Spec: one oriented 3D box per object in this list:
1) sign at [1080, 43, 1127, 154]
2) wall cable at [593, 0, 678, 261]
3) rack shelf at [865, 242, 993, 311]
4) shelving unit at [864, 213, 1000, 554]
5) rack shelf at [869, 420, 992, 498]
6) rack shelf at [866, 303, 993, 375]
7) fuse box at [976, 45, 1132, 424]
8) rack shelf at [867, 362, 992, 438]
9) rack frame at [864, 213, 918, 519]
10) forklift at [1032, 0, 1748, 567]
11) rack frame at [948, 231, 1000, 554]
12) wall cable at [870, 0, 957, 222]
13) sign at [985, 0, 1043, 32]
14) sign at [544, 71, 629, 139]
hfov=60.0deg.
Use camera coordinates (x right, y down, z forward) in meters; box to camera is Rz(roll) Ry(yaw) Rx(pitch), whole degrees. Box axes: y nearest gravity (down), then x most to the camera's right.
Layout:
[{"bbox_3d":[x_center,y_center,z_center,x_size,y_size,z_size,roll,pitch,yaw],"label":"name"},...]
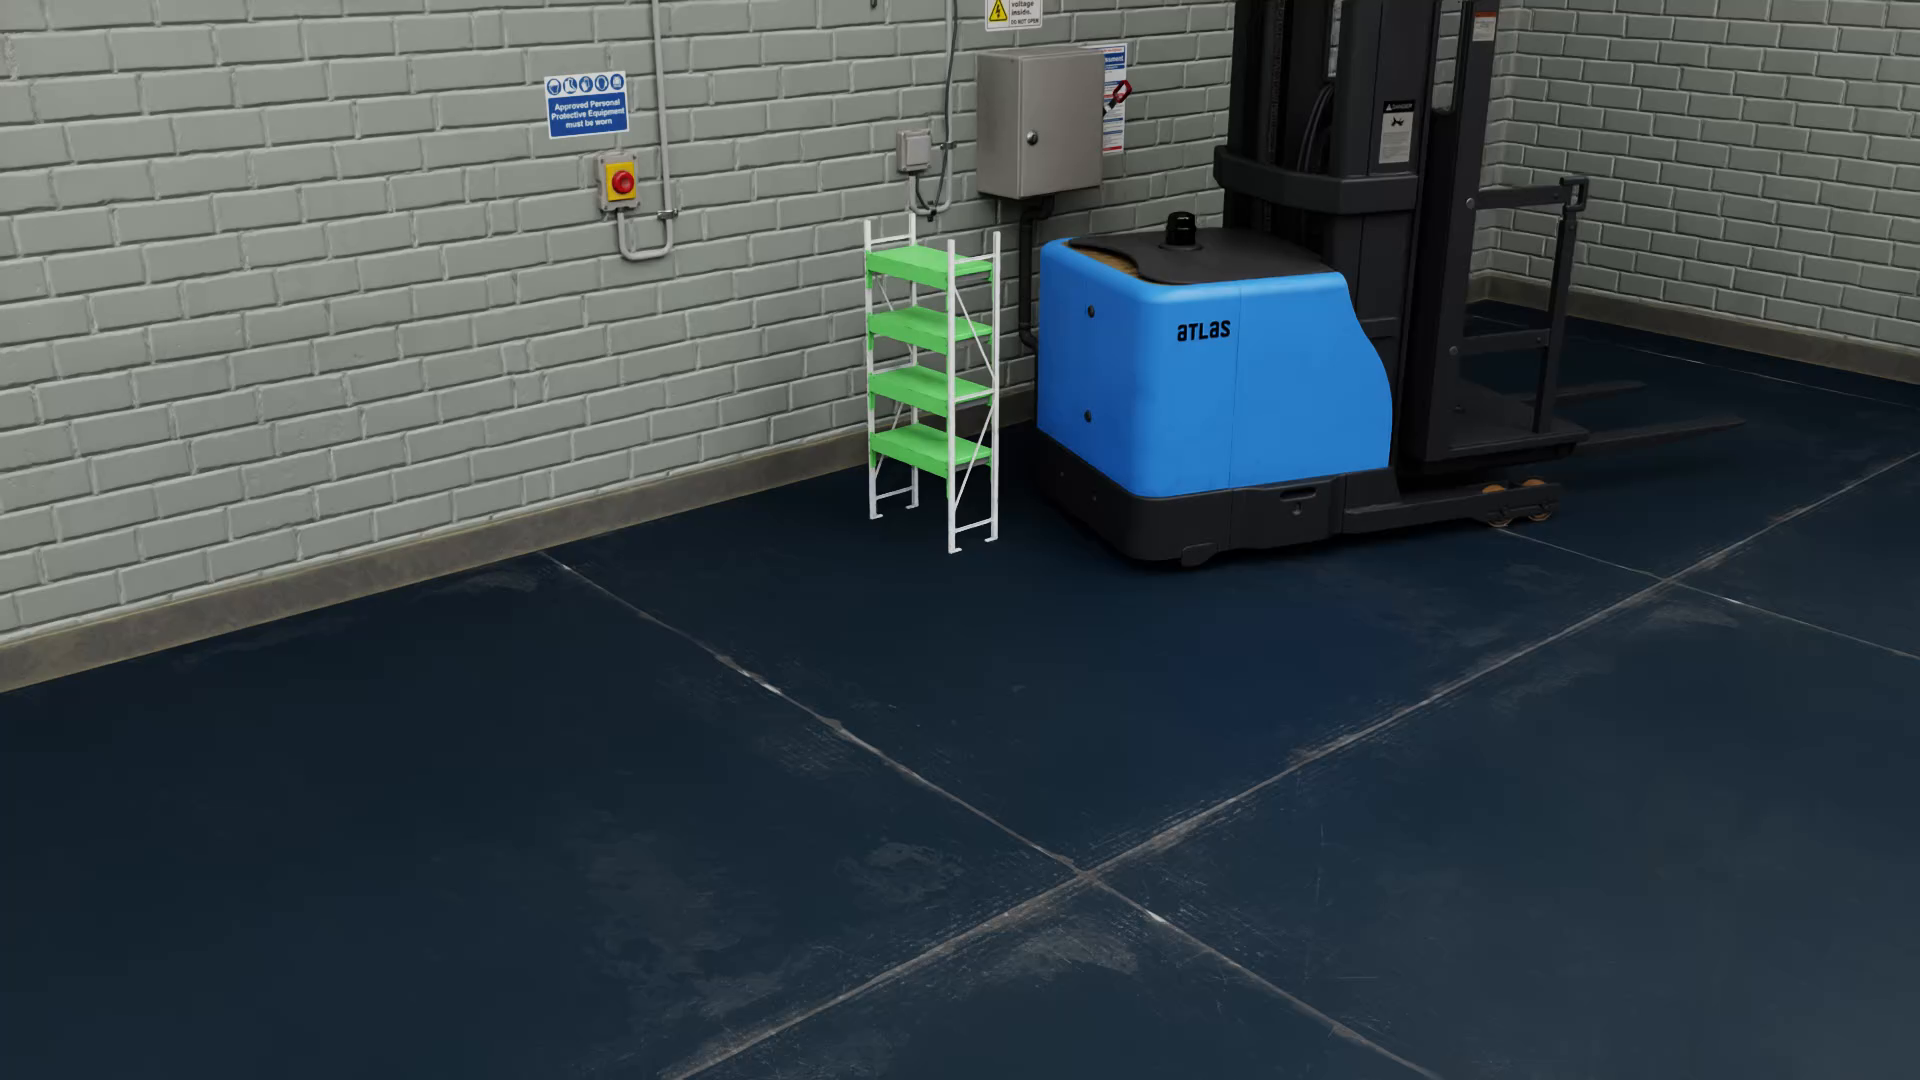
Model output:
[{"bbox_3d":[0.651,-2.038,7.706,0.329,0.494,0.001,-17,27,-37],"label":"sign"},{"bbox_3d":[-1.274,-1.936,5.877,0.585,1.953,0.123,-17,27,-37],"label":"wall cable"},{"bbox_3d":[-0.108,-0.992,6.230,0.258,0.148,0.480,-17,27,-37],"label":"rack shelf"},{"bbox_3d":[-0.108,-0.604,6.382,0.258,1.200,0.503,-17,27,-37],"label":"shelving unit"},{"bbox_3d":[-0.108,-0.321,6.493,0.258,0.148,0.480,-17,27,-37],"label":"rack shelf"},{"bbox_3d":[-0.108,-0.768,6.318,0.258,0.148,0.480,-17,27,-37],"label":"rack shelf"},{"bbox_3d":[0.412,-1.308,7.477,0.539,1.711,0.414,-17,27,-37],"label":"fuse box"},{"bbox_3d":[-0.108,-0.545,6.405,0.258,0.148,0.480,-17,27,-37],"label":"rack shelf"},{"bbox_3d":[-0.267,-0.672,6.554,0.240,1.200,0.015,-17,27,-37],"label":"rack frame"},{"bbox_3d":[1.872,-1.586,6.513,3.031,2.935,1.130,-8,23,-20],"label":"forklift"},{"bbox_3d":[0.051,-0.537,6.210,0.240,1.200,0.015,-17,27,-37],"label":"rack frame"},{"bbox_3d":[-0.208,-2.262,6.753,0.588,1.984,0.122,-17,27,-37],"label":"wall cable"},{"bbox_3d":[0.235,-2.336,7.204,0.339,0.242,0.001,-17,27,-37],"label":"sign"},{"bbox_3d":[-1.351,-1.579,6.033,0.327,0.218,0.001,-17,27,-37],"label":"sign"}]
